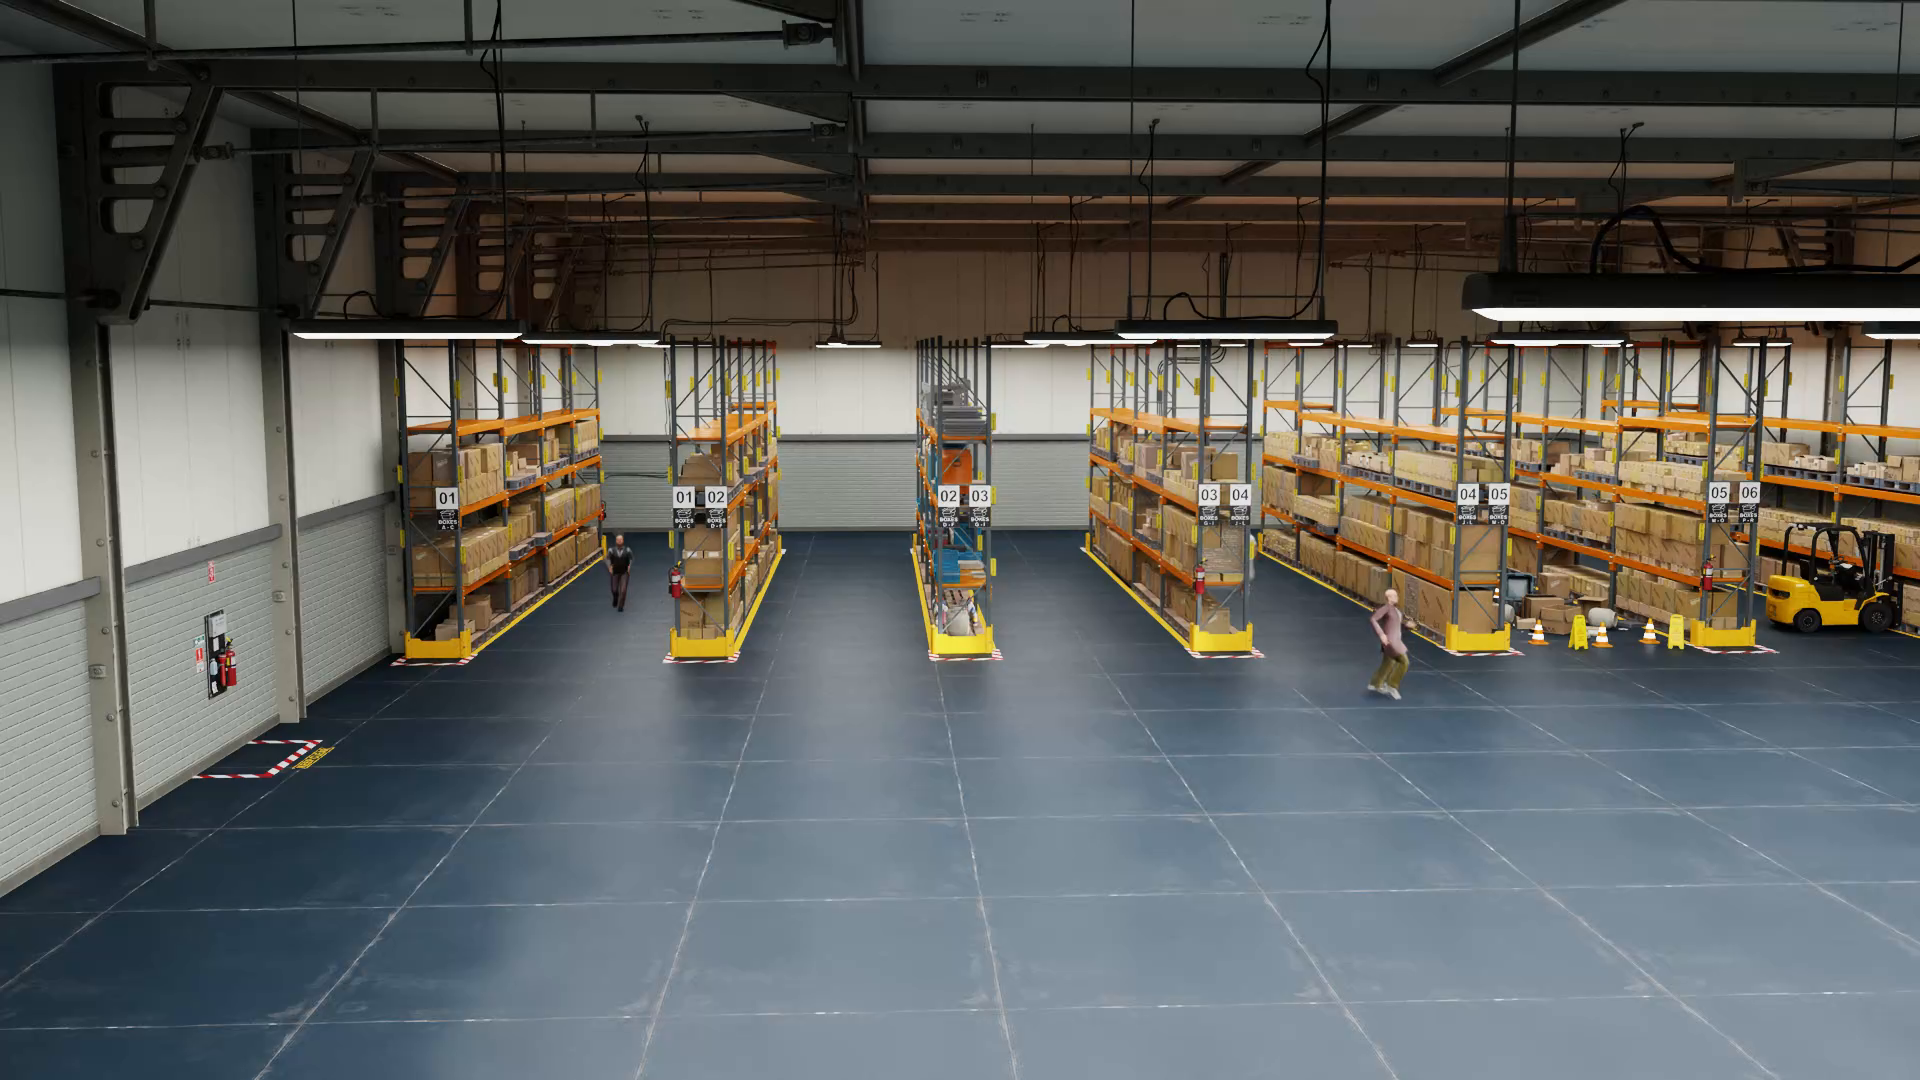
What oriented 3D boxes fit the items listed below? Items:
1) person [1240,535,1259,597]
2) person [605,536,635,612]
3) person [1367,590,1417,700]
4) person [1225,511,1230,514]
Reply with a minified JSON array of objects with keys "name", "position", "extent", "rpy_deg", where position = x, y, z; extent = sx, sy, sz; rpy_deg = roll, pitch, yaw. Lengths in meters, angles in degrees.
[{"name":"person","position":[6.628,0.471,38.705],"extent":[0.720,1.715,0.604],"rpy_deg":[-1,7,-8]},{"name":"person","position":[-7.476,0.737,36.574],"extent":[0.643,1.676,0.577],"rpy_deg":[-1,7,-13]},{"name":"person","position":[7.144,1.728,27.509],"extent":[0.798,1.823,0.671],"rpy_deg":[3,7,26]},{"name":"person","position":[7.449,-0.546,47.825],"extent":[0.754,1.714,0.632],"rpy_deg":[6,9,44]}]
